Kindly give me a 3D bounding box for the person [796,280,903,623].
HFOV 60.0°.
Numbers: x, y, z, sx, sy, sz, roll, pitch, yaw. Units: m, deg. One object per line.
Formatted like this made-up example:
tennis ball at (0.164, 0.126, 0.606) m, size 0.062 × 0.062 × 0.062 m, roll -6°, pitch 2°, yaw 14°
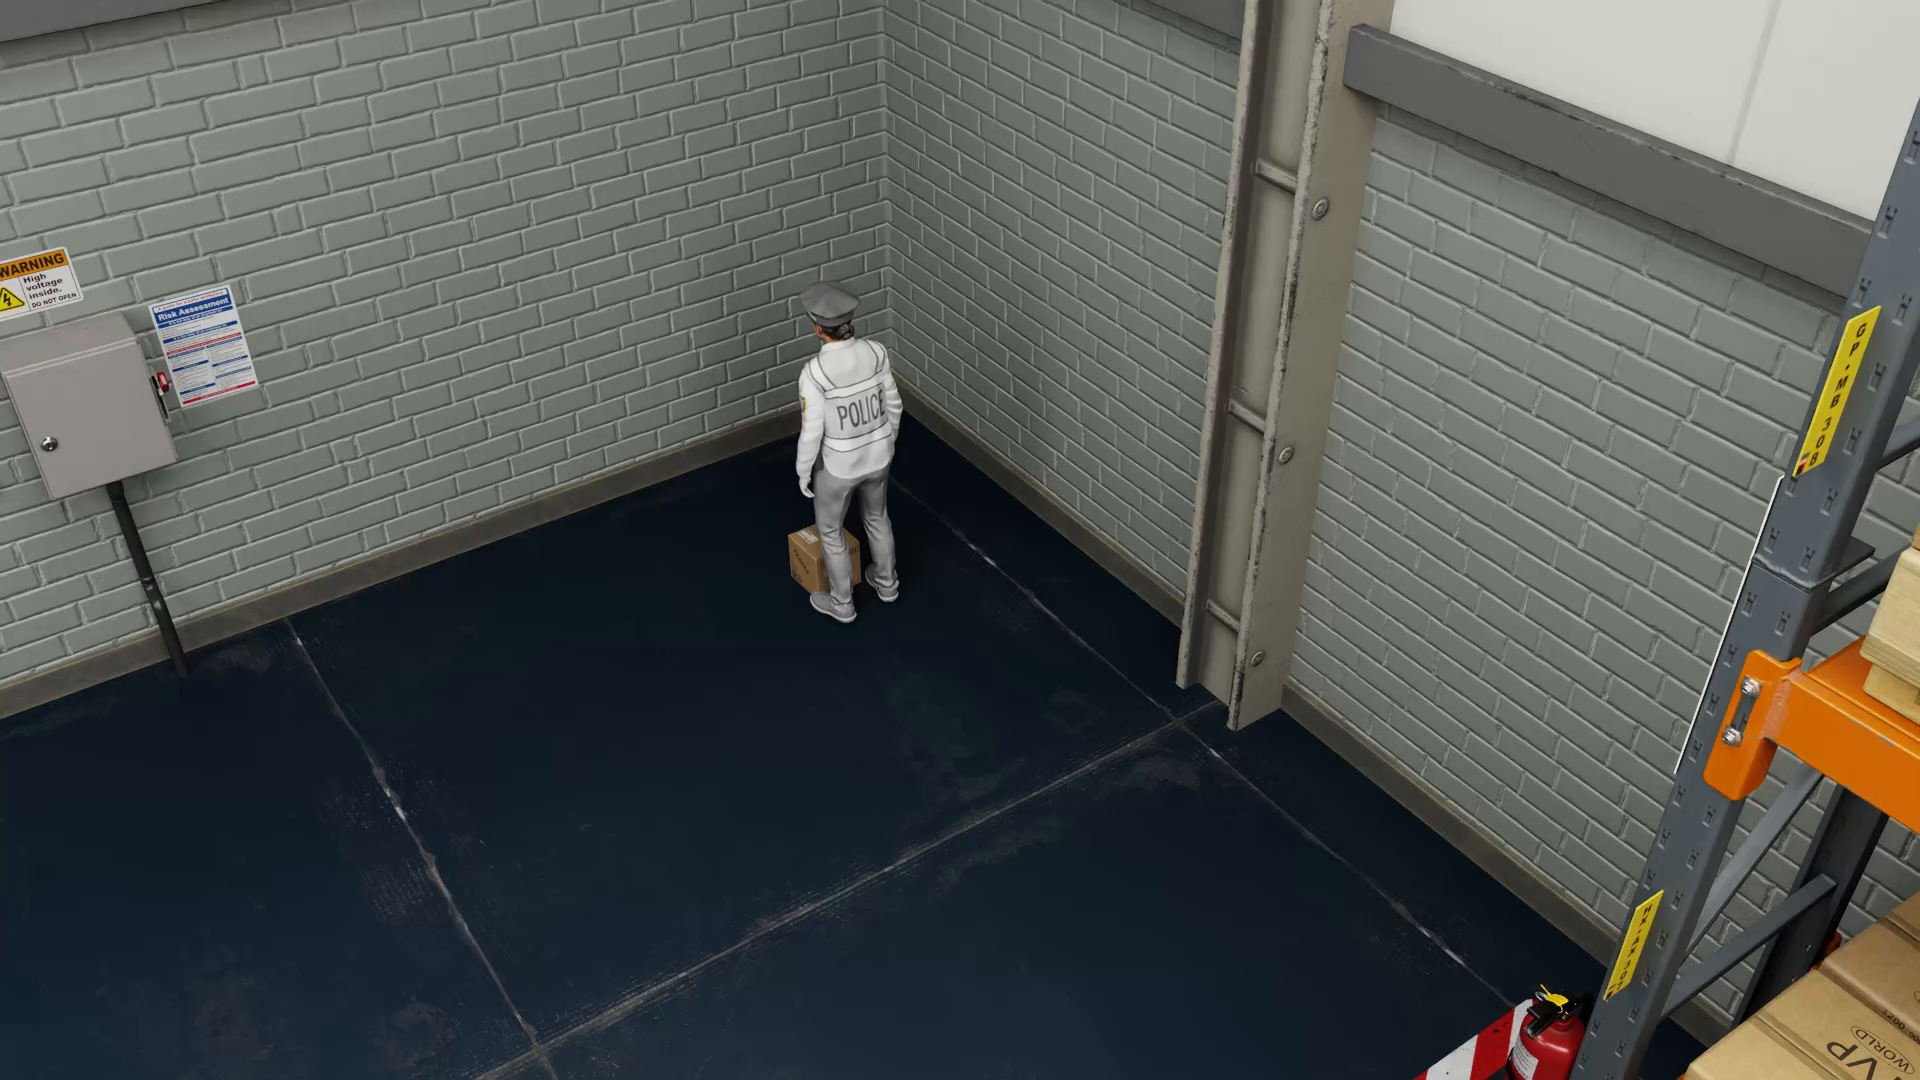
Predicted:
person at (-0.503, -0.363, 7.486) m, size 0.526 × 1.663 × 0.374 m, roll -23°, pitch 42°, yaw -28°
